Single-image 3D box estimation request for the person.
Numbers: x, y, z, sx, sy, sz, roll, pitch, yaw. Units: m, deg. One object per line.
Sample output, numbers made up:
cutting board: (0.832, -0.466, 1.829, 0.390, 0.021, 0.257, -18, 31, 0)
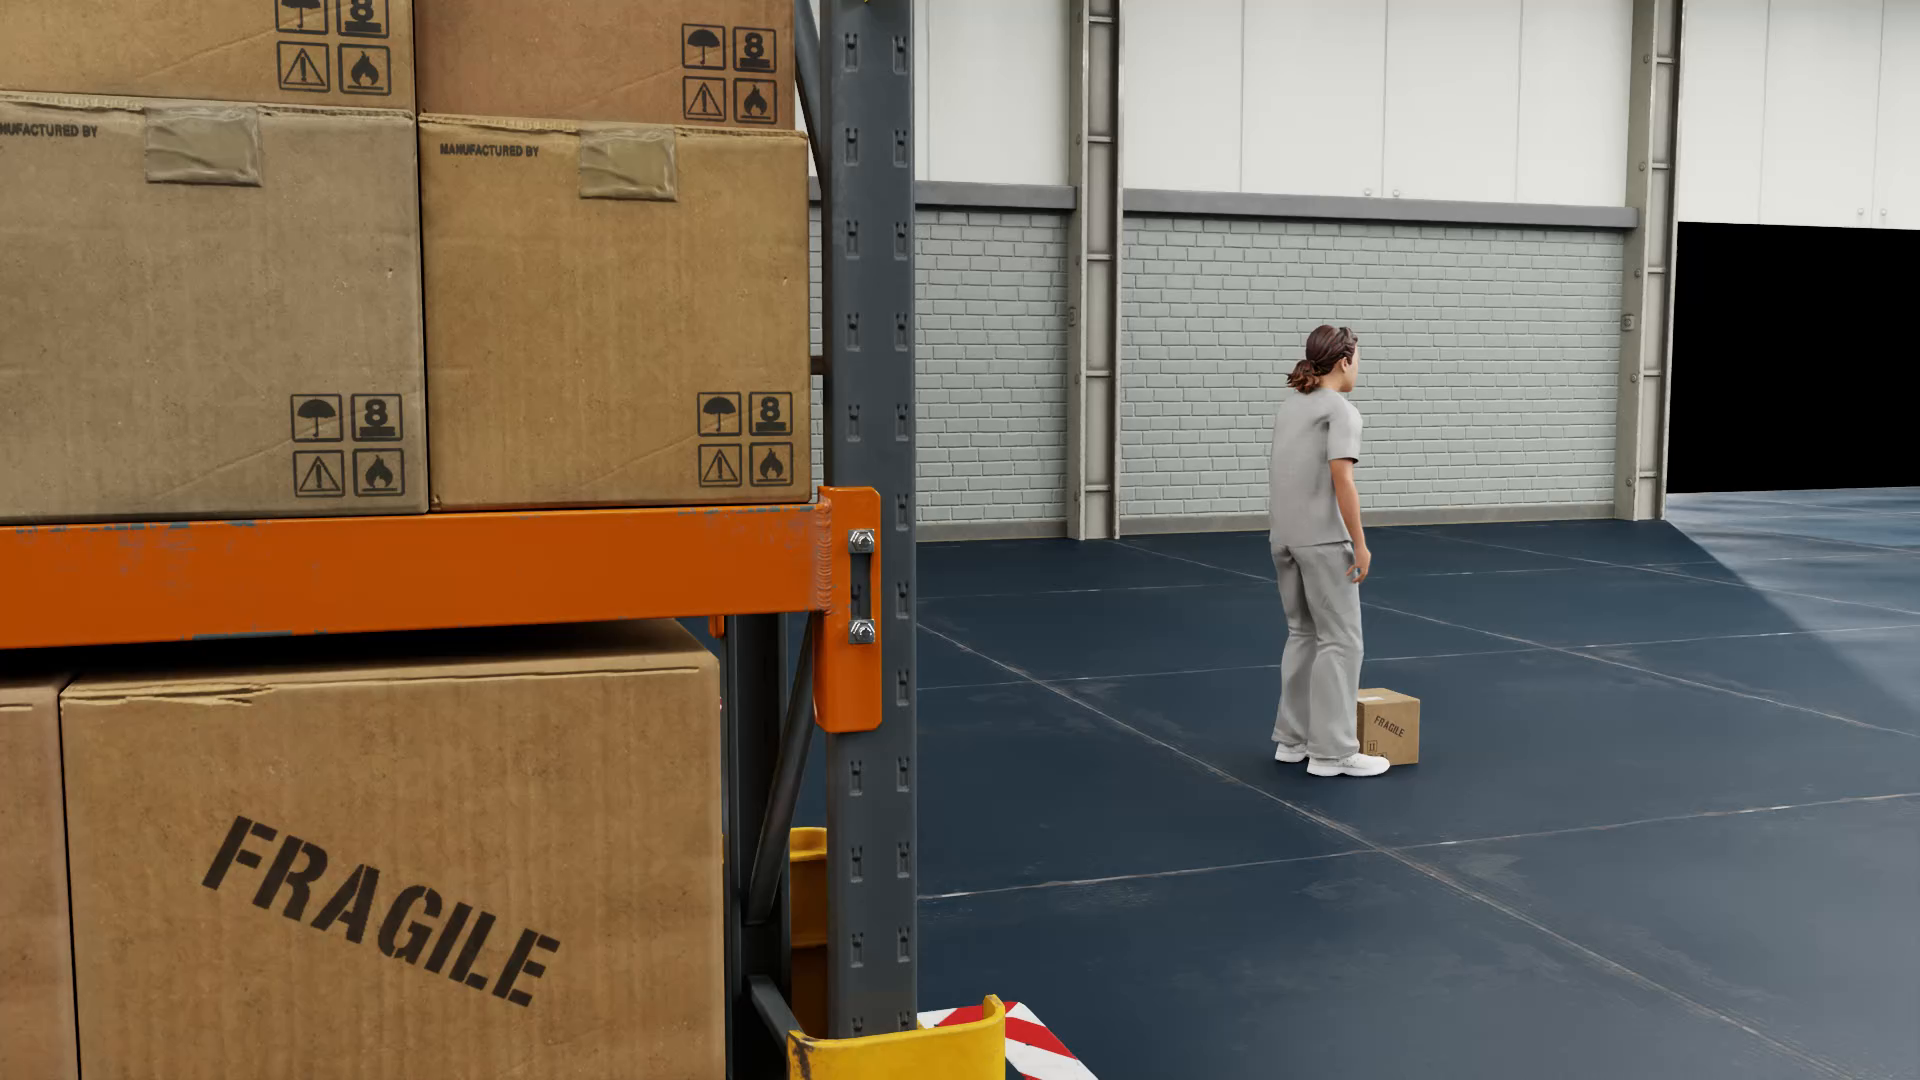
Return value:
person: (1.365, 0.026, 6.277, 0.361, 1.672, 0.514, -2, 6, -22)
